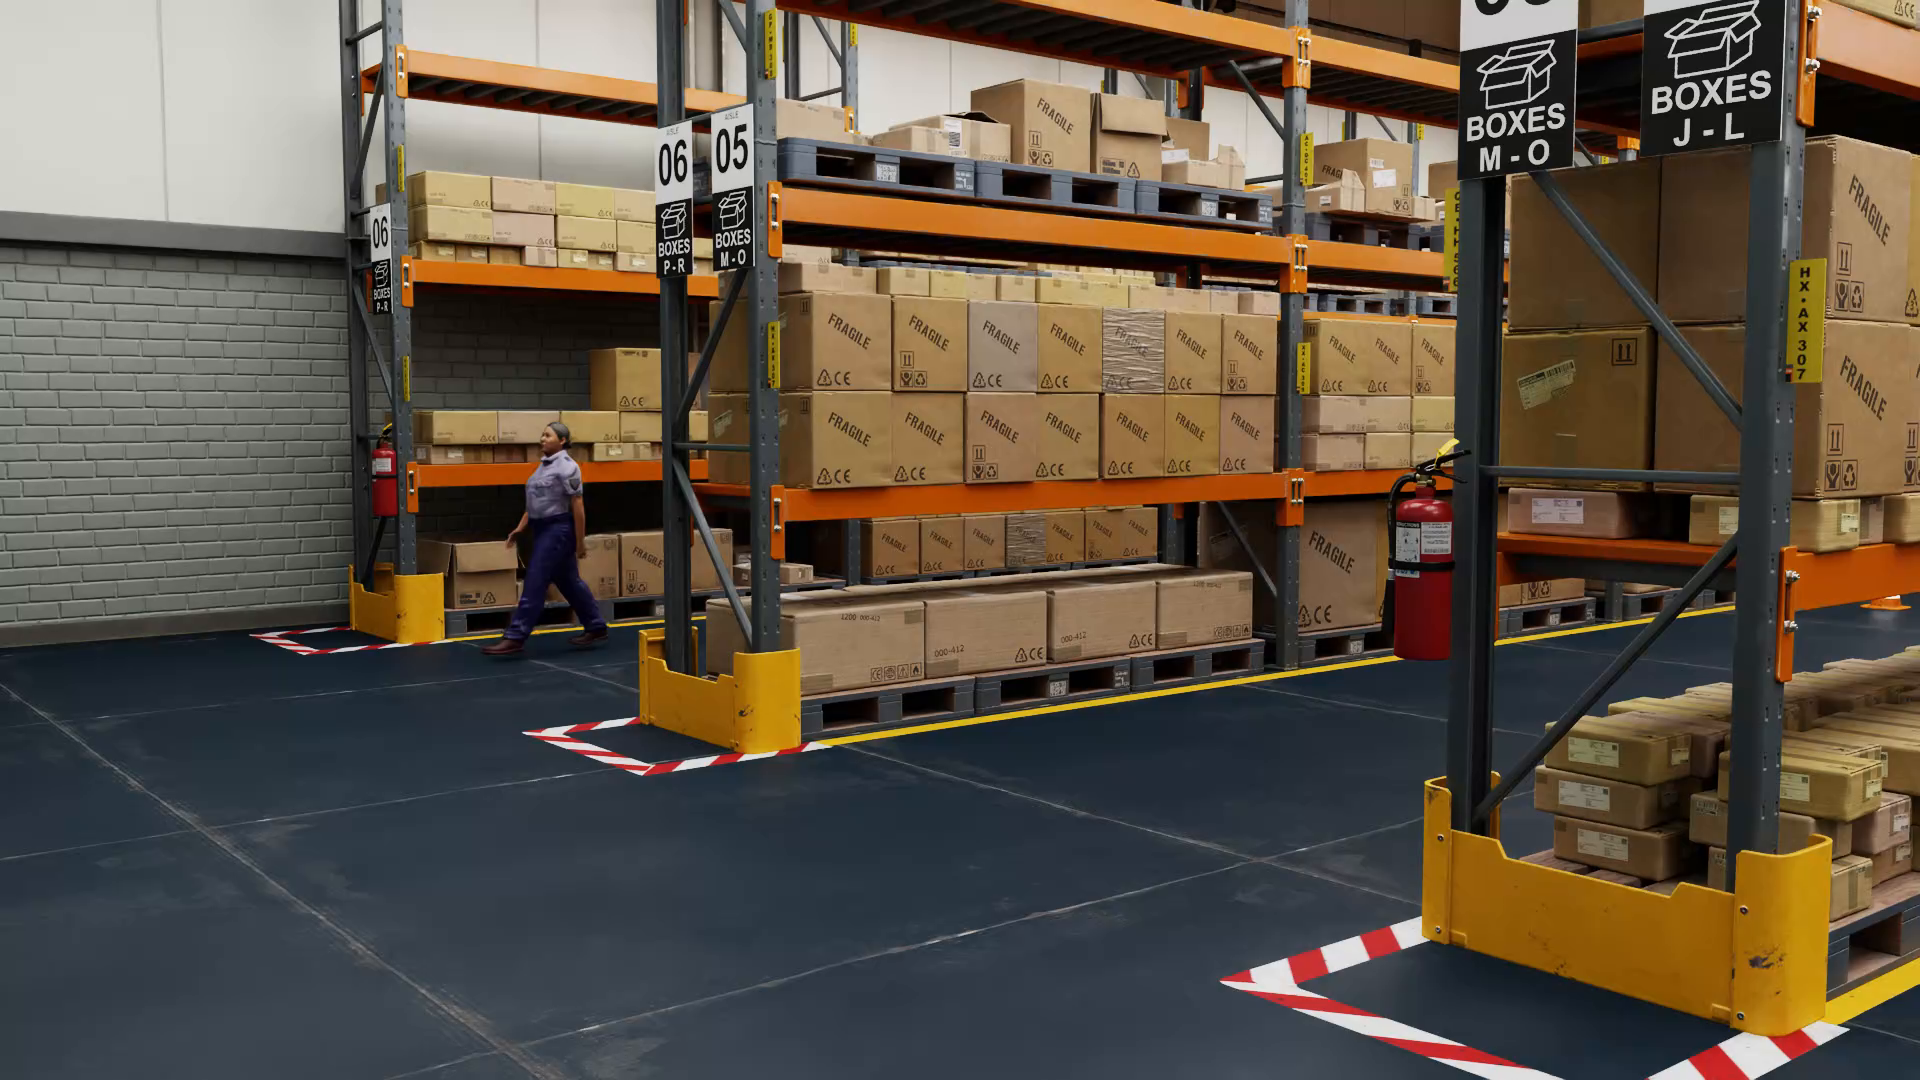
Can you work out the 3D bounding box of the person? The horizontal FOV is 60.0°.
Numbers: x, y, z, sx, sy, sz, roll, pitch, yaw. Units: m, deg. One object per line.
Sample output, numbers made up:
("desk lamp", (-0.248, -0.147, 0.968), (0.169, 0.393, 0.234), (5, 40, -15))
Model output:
("person", (-2.917, -0.032, 11.603), (0.984, 1.586, 0.480), (-3, 5, -33))
